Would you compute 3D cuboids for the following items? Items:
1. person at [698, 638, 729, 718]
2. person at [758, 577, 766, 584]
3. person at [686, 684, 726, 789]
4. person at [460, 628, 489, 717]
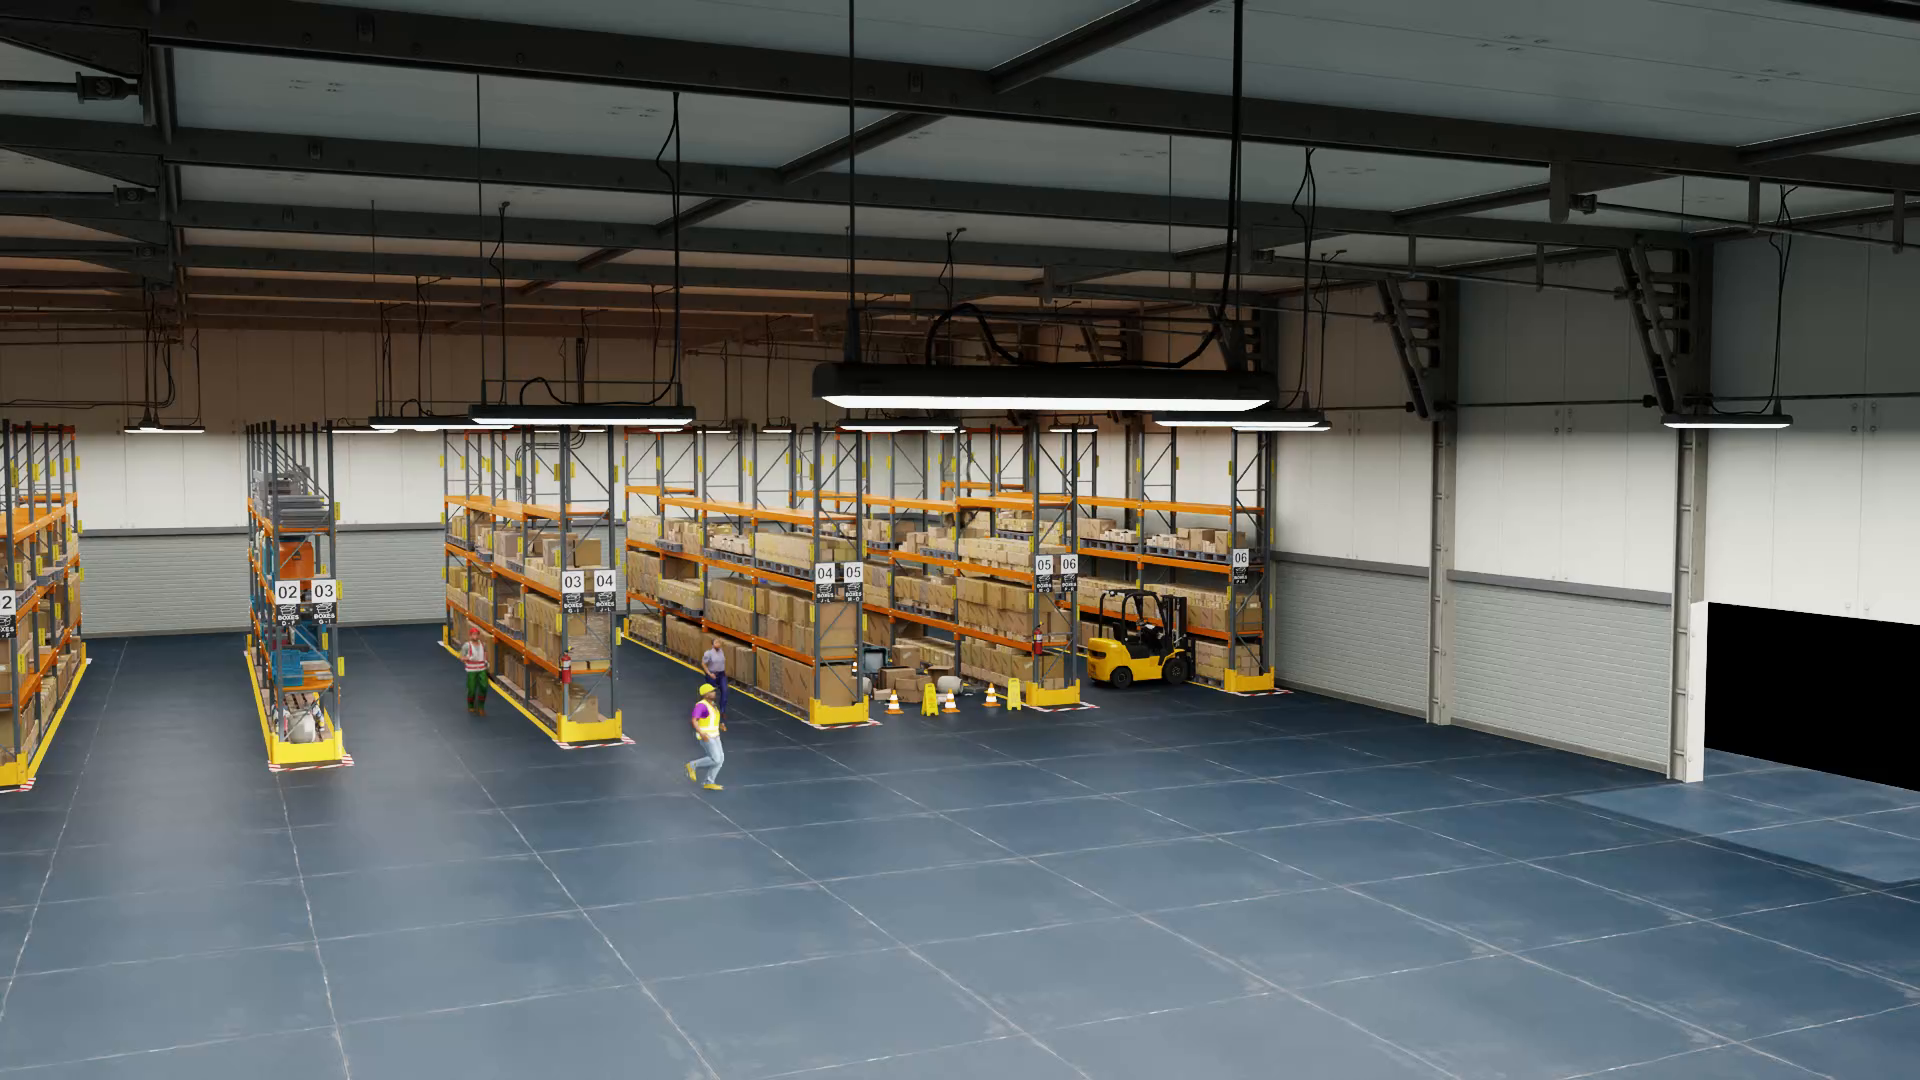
[{"bbox_3d":[-5.020,2.817,34.045,0.595,1.625,0.891,-3,4,-36],"label":"person"},{"bbox_3d":[-5.981,1.741,50.783,0.802,1.662,0.589,-1,4,-16],"label":"person"},{"bbox_3d":[-4.090,3.186,26.940,0.526,1.723,0.743,1,4,12],"label":"person"},{"bbox_3d":[-9.880,2.706,33.967,0.632,1.823,0.705,-2,4,-32],"label":"person"}]
